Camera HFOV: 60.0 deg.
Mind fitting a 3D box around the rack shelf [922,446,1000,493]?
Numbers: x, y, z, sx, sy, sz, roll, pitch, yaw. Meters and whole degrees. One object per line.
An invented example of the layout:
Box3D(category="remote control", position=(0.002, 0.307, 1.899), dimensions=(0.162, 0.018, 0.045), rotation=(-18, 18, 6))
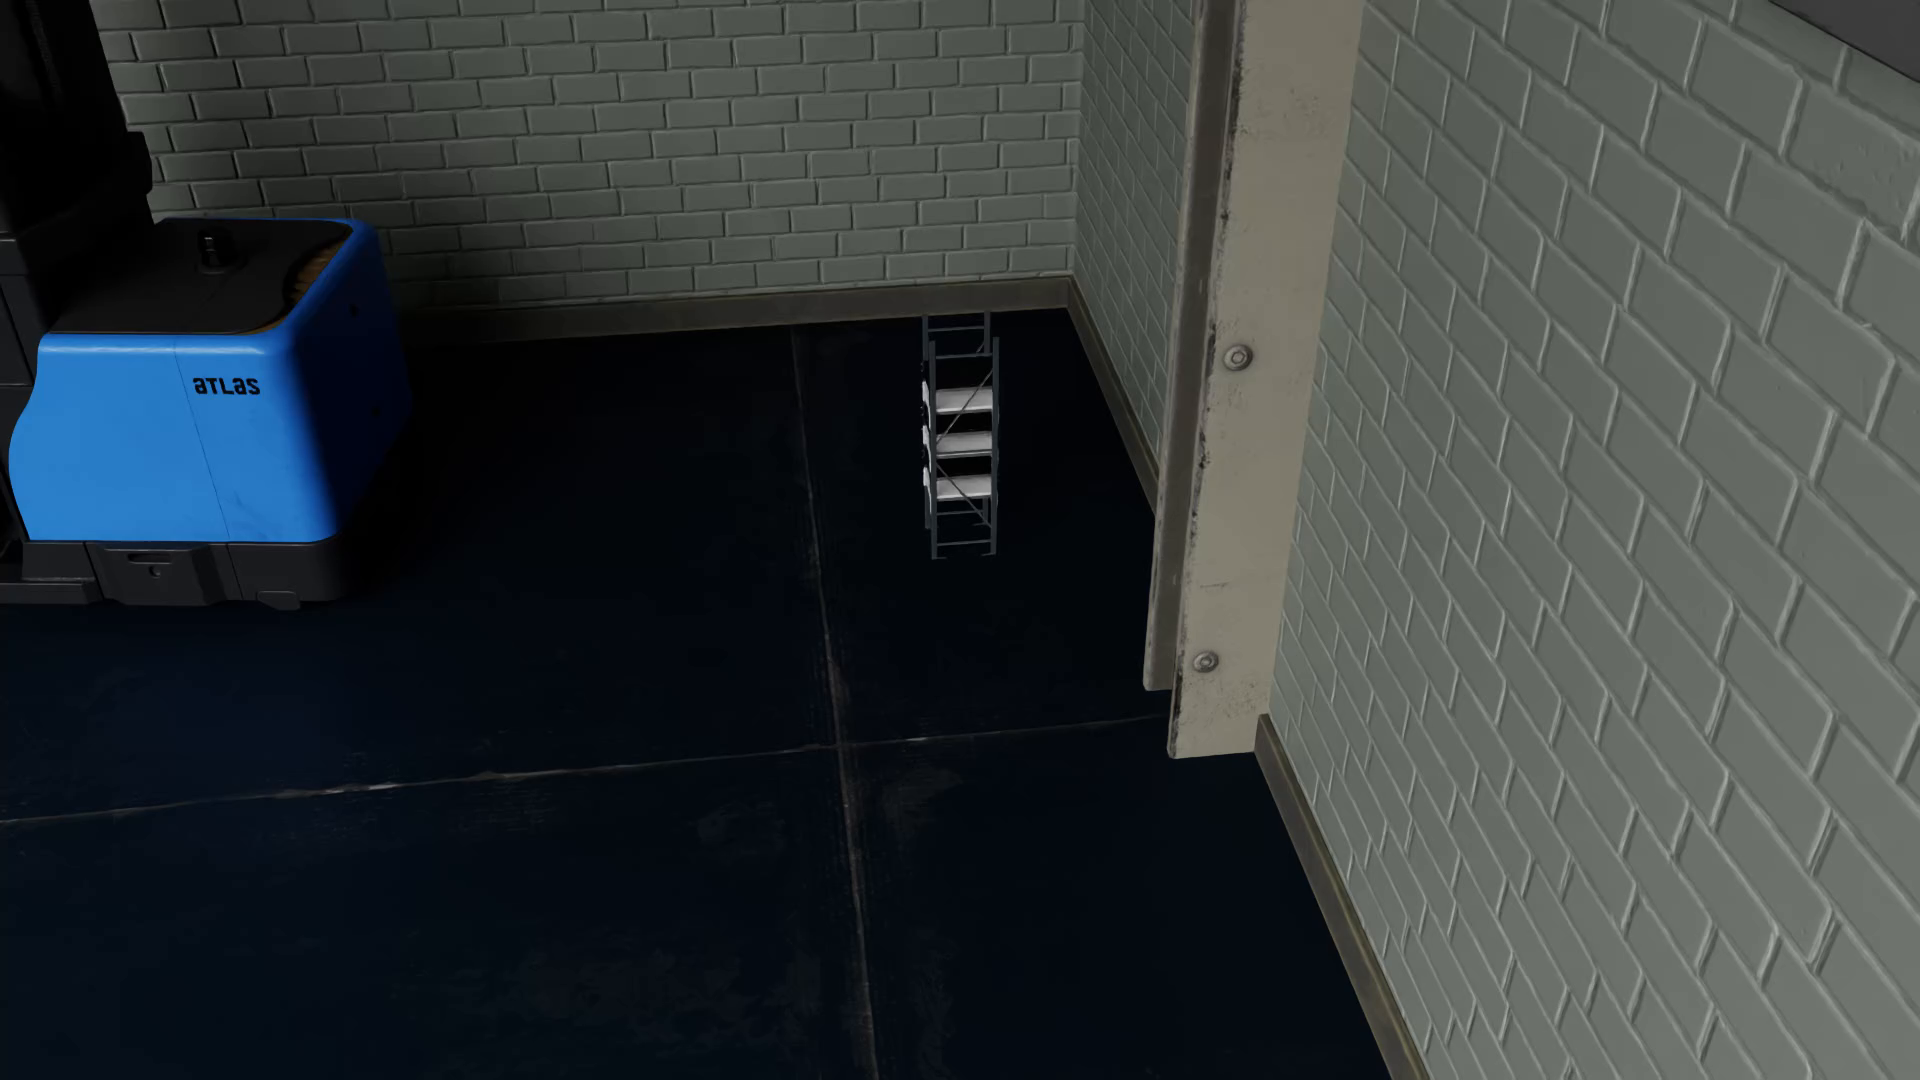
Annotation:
Box3D(category="rack shelf", position=(0.001, -0.265, 6.059), dimensions=(0.258, 0.077, 0.200), rotation=(-4, 35, -6))

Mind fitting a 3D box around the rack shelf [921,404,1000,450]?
Box3D(category="rack shelf", position=(0.001, -0.414, 5.958), dimensions=(0.258, 0.077, 0.200), rotation=(-4, 35, -6))

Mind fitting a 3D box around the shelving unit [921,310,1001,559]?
Box3D(category="shelving unit", position=(0.001, -0.367, 5.990), dimensions=(0.258, 0.900, 0.210), rotation=(-4, 35, -6))

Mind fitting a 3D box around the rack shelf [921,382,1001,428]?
Box3D(category="rack shelf", position=(0.001, -0.489, 5.907), dimensions=(0.258, 0.077, 0.200), rotation=(-4, 35, -6))

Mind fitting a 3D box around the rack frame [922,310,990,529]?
Box3D(category="rack frame", position=(-0.013, -0.424, 6.073), dimensions=(0.240, 0.900, 0.006), rotation=(-4, 35, -6))

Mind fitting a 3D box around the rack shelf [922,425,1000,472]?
Box3D(category="rack shelf", position=(0.001, -0.340, 6.009), dimensions=(0.258, 0.077, 0.200), rotation=(-4, 35, -6))

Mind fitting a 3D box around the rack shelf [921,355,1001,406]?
Box3D(category="rack shelf", position=(0.001, -0.563, 5.857), dimensions=(0.258, 0.077, 0.200), rotation=(-4, 35, -6))

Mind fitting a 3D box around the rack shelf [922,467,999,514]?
Box3D(category="rack shelf", position=(0.001, -0.191, 6.110), dimensions=(0.258, 0.077, 0.200), rotation=(-4, 35, -6))

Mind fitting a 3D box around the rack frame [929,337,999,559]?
Box3D(category="rack frame", position=(0.015, -0.311, 5.907), dimensions=(0.240, 0.900, 0.006), rotation=(-4, 35, -6))

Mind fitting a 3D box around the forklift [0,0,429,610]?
Box3D(category="forklift", position=(-3.630, -1.247, 5.477), dimensions=(3.031, 2.935, 1.130), rotation=(1, 34, 1))

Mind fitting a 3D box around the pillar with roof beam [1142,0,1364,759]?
Box3D(category="pillar with roof beam", position=(-3.477, -2.826, 2.405), dimensions=(9.100, 9.000, 0.400), rotation=(-4, 35, -6))
